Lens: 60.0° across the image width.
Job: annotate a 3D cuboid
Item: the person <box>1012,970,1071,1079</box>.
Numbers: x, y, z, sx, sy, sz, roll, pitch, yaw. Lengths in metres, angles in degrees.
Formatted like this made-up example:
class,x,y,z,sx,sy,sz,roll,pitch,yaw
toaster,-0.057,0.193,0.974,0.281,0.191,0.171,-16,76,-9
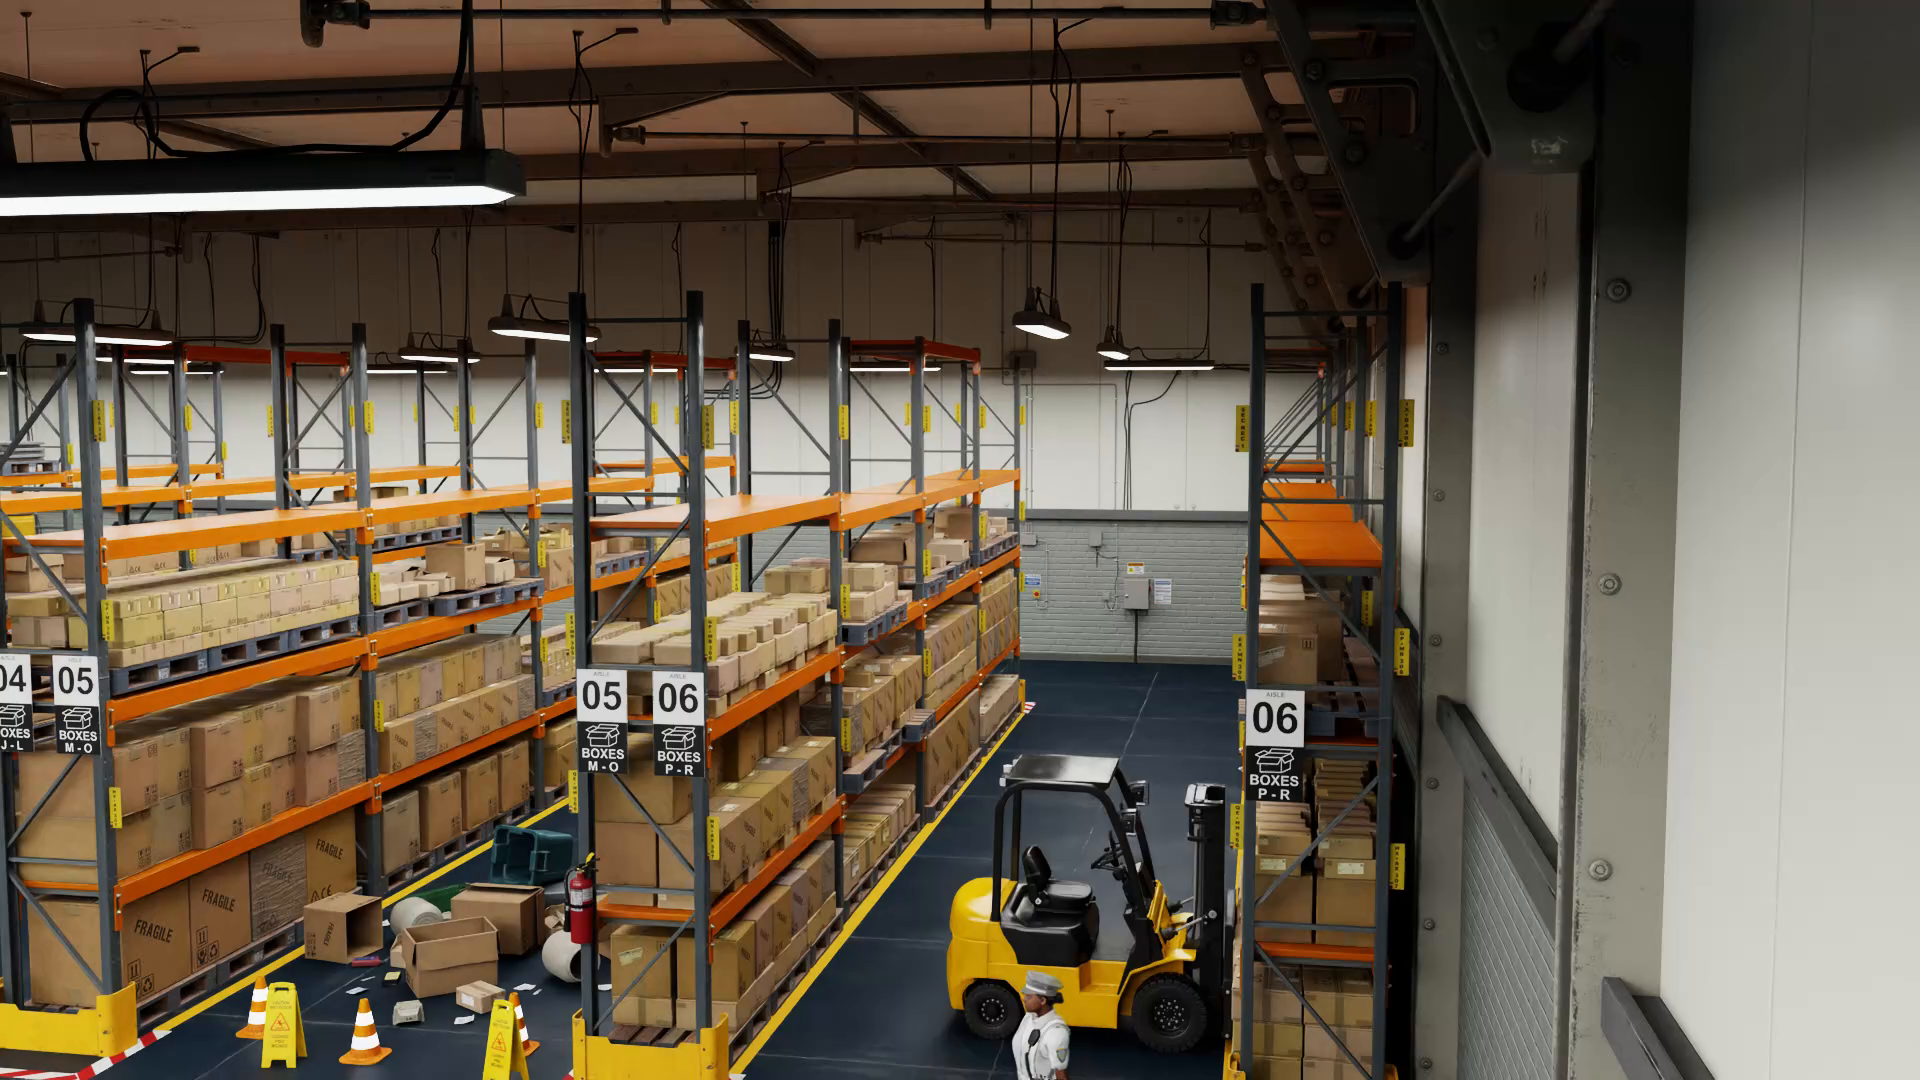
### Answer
class,x,y,z,sx,sy,sz,roll,pitch,yaw
person,0.558,3.492,10.355,0.701,1.675,0.439,-2,5,-21
